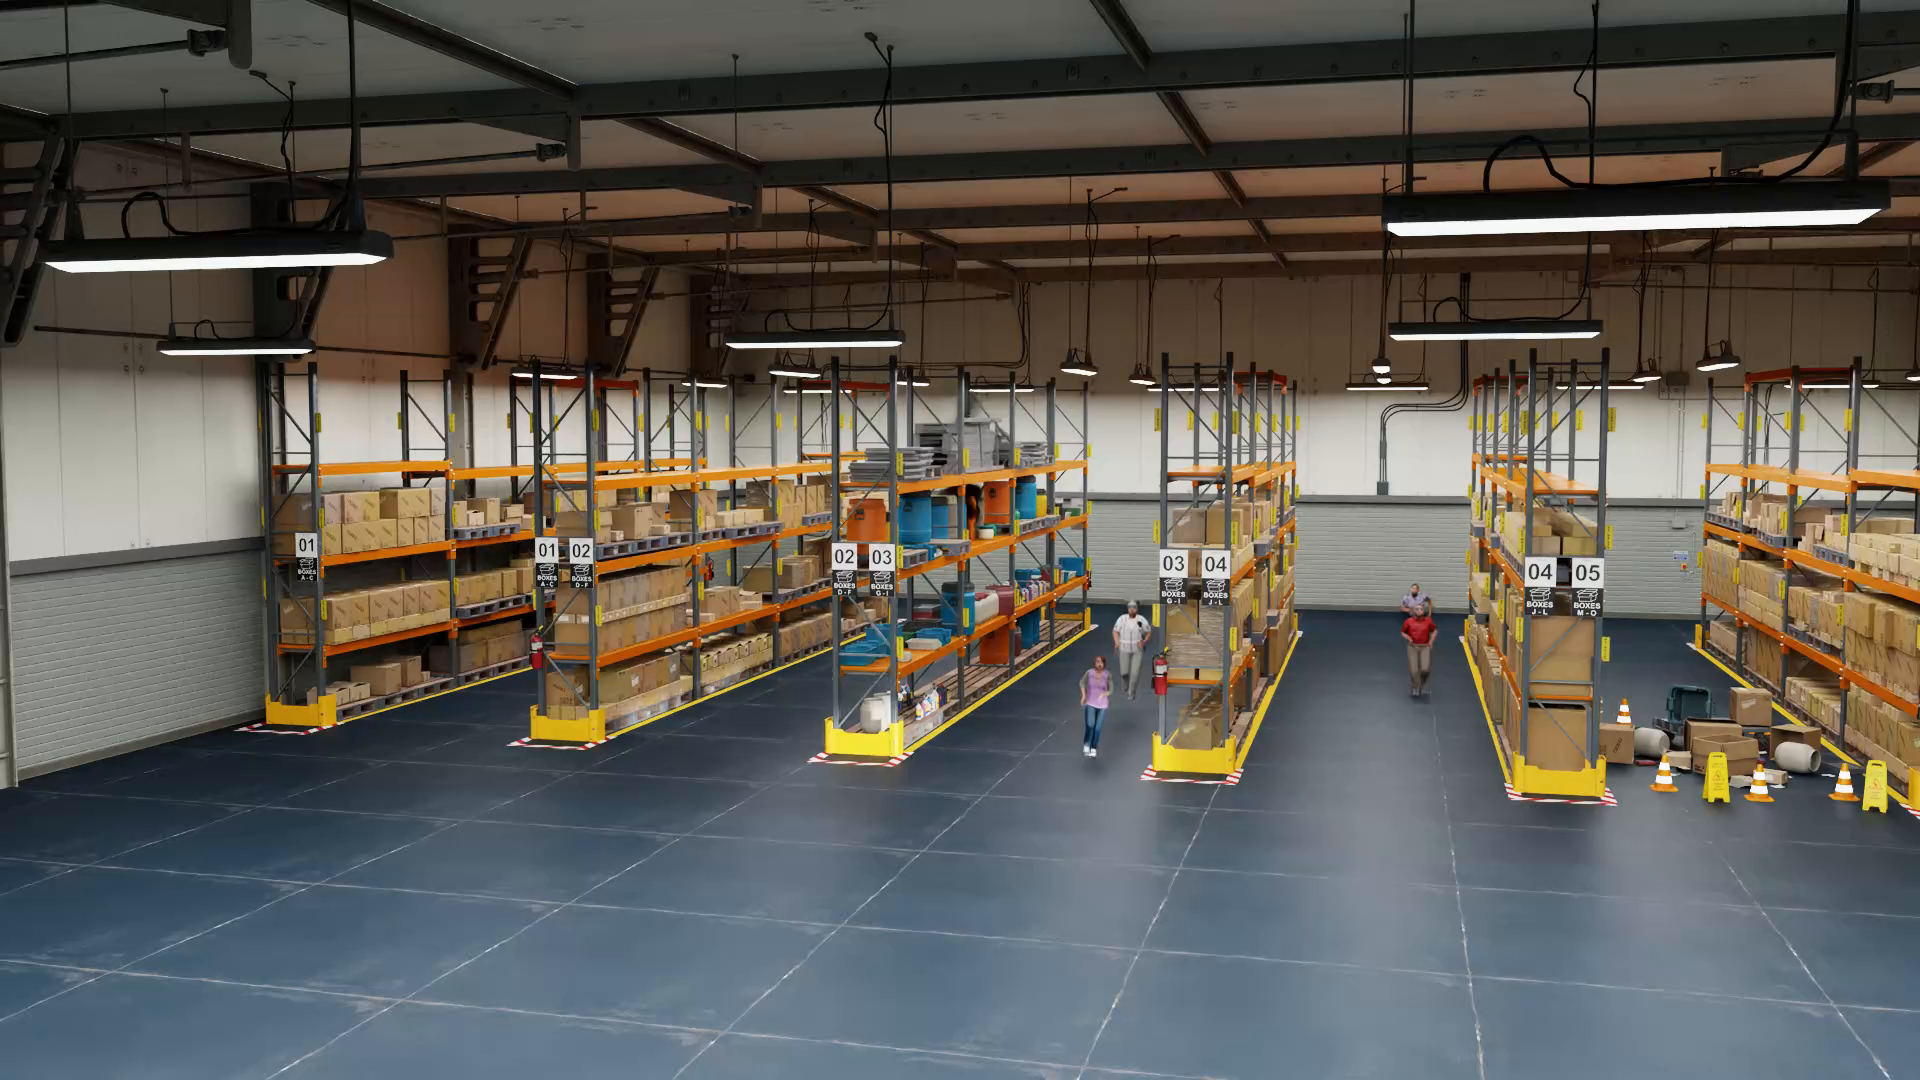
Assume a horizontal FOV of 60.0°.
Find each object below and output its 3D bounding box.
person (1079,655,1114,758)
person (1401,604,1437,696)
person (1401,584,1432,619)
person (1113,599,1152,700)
[{"bbox_3d":[2.029,2.475,24.739,0.513,1.553,0.622,0,4,4],"label":"person"},{"bbox_3d":[8.384,2.021,30.356,0.650,1.681,0.602,1,4,13],"label":"person"},{"bbox_3d":[9.639,1.713,35.112,0.637,1.599,0.754,1,4,14],"label":"person"},{"bbox_3d":[2.928,1.854,28.323,0.664,1.723,0.601,1,4,8],"label":"person"}]
